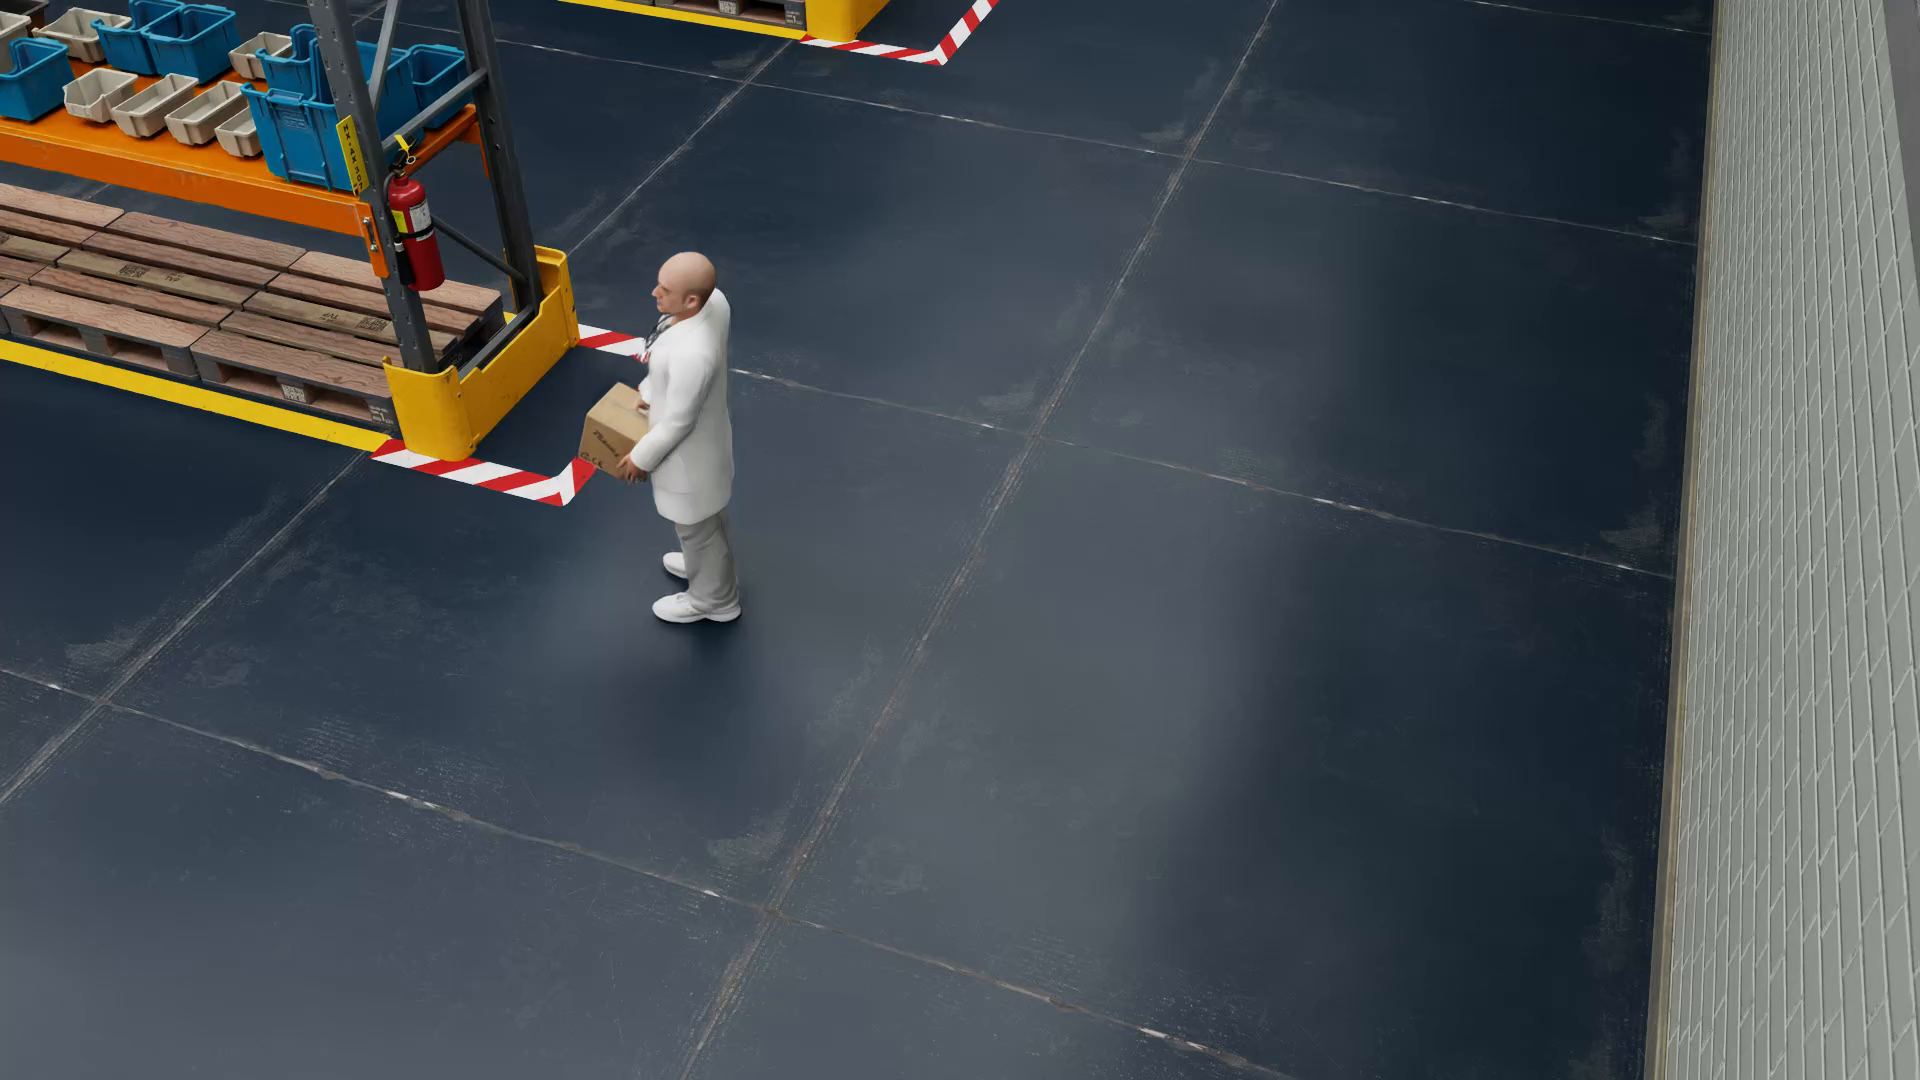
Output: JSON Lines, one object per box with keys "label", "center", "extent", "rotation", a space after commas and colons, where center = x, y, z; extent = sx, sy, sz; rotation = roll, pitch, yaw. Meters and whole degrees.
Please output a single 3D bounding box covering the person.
{"label": "person", "center": [-1.115, -0.382, 6.597], "extent": [0.469, 1.784, 0.606], "rotation": [2, 41, 2]}
